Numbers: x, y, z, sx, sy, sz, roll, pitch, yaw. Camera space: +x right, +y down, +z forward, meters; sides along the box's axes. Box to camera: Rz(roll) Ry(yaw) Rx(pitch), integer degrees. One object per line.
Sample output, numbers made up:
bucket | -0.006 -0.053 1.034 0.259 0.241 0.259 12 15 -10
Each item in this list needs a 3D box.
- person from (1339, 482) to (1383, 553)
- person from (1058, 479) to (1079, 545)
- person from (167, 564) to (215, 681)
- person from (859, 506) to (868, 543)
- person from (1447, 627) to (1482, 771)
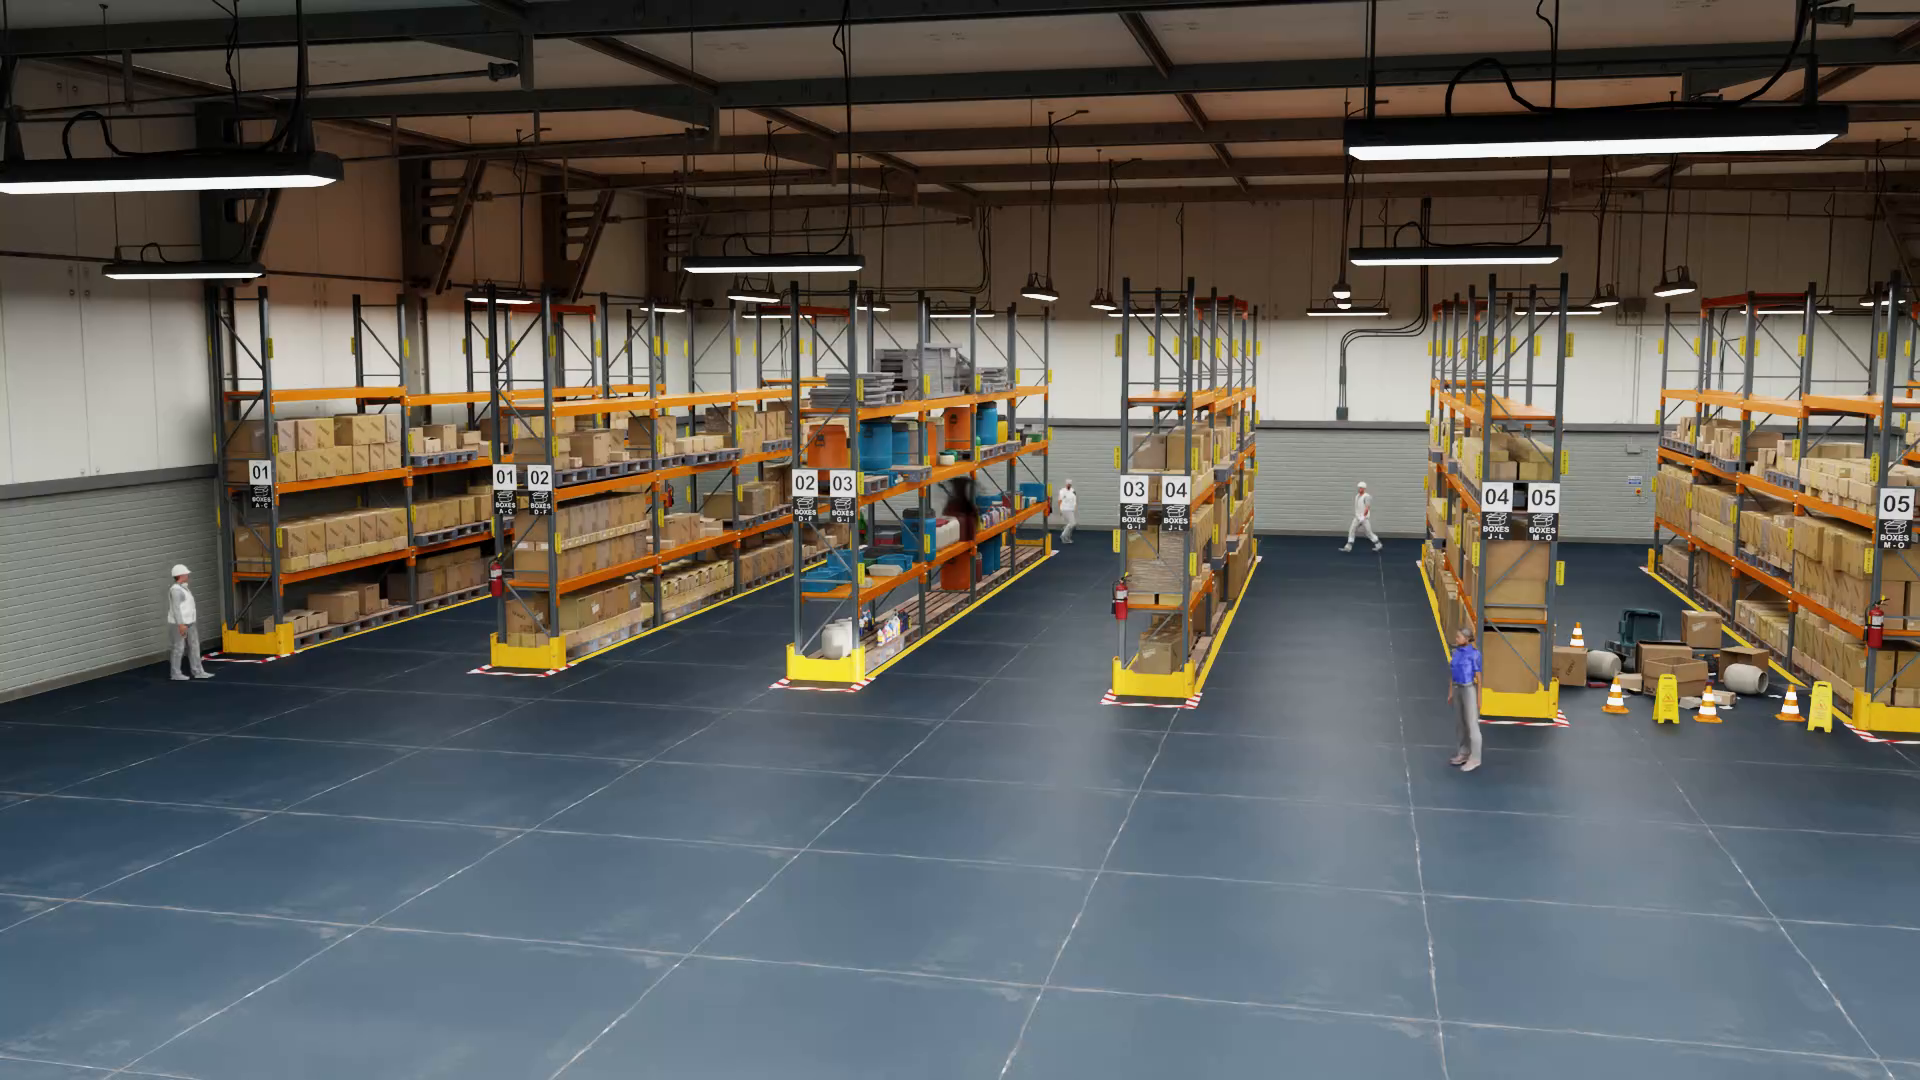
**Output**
person | 9.843 -0.552 40.744 1.065 1.748 0.595 -1 7 -7
person | 2.790 -0.731 42.699 0.487 1.690 0.453 3 7 22
person | -11.690 1.249 25.126 0.599 1.772 0.545 1 7 4
person | -2.719 -0.786 42.882 1.006 1.744 0.477 0 7 1
person | 6.063 1.889 20.018 0.389 1.679 0.559 -3 7 -25
